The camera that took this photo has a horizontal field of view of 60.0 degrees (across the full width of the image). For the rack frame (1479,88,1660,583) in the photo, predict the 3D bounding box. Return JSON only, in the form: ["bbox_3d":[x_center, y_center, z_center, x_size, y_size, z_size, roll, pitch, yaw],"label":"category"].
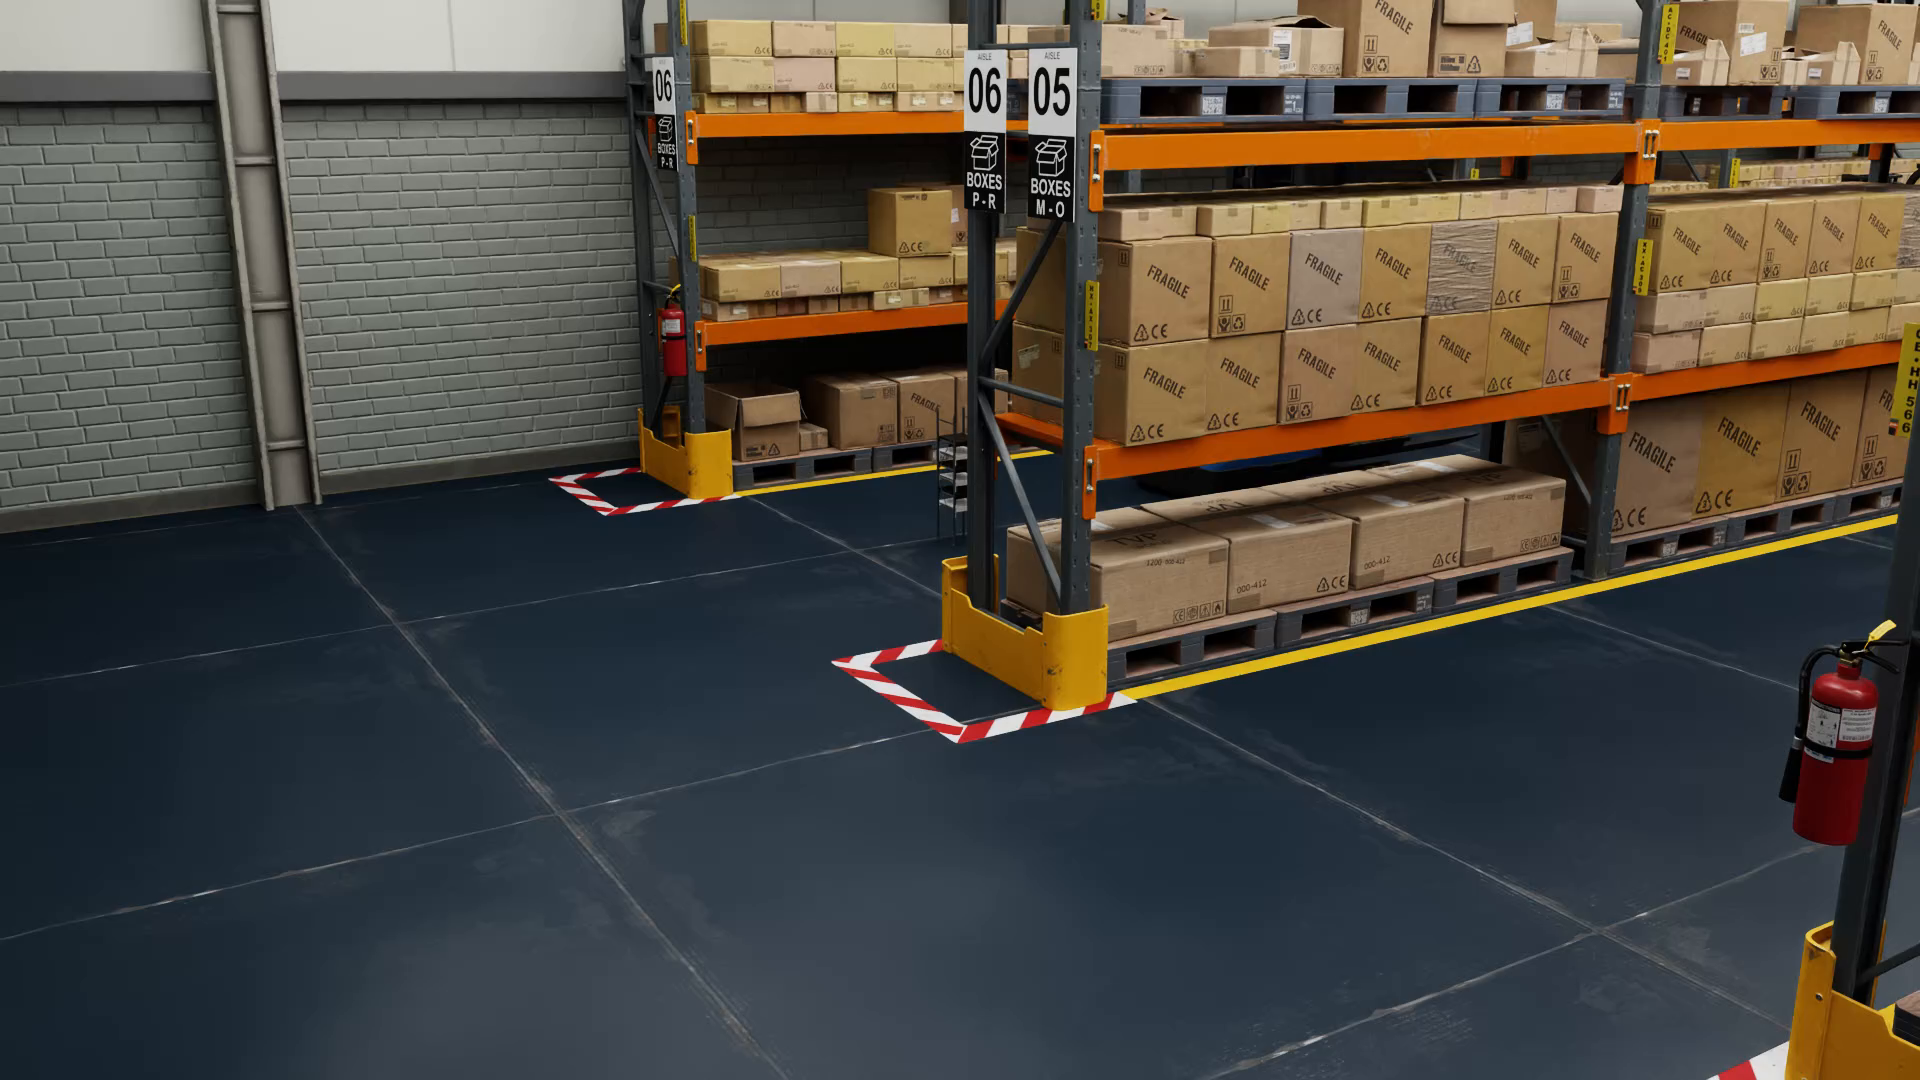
[{"bbox_3d":[3.774,-1.296,10.477,0.127,3.000,1.000,-9,18,-30],"label":"rack frame"}]

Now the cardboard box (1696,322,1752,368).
[{"bbox_3d":[4.730,-1.297,10.756,0.500,0.250,0.500,-10,18,-31],"label":"cardboard box"}]

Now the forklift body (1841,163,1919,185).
[{"bbox_3d":[10.815,-3.018,18.191,1.214,2.155,2.313,-9,18,-30],"label":"forklift body"}]

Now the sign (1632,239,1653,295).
[{"bbox_3d":[4.061,-1.623,9.892,0.005,0.325,0.100,-9,18,-30],"label":"sign"}]

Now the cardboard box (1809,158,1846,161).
[{"bbox_3d":[10.422,-4.519,20.037,0.250,0.149,0.380,-9,18,-29],"label":"cardboard box"}]

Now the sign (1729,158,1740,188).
[{"bbox_3d":[8.360,-3.952,17.951,0.005,0.325,0.100,-9,18,-30],"label":"sign"}]

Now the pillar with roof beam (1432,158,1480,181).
[{"bbox_3d":[7.514,-5.283,13.583,0.400,9.000,9.100,-9,18,-30],"label":"pillar with roof beam"}]

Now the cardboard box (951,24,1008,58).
[{"bbox_3d":[0.037,-3.933,13.128,0.500,0.250,0.500,-9,18,-29],"label":"cardboard box"}]

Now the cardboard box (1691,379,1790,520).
[{"bbox_3d":[5.035,-0.708,11.535,0.875,0.875,0.875,-9,18,-28],"label":"cardboard box"}]

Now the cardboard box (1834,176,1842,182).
[{"bbox_3d":[10.000,-4.162,19.313,0.250,0.149,0.380,-9,18,-30],"label":"cardboard box"}]

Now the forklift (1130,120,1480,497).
[{"bbox_3d":[2.834,-1.933,12.875,3.031,2.935,1.130,-10,18,-31],"label":"forklift"}]

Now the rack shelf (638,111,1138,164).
[{"bbox_3d":[-0.500,-3.264,13.273,4.000,0.370,1.077,-9,18,-30],"label":"rack shelf"}]

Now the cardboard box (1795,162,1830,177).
[{"bbox_3d":[9.766,-4.272,19.154,0.250,0.149,0.380,-9,18,-29],"label":"cardboard box"}]

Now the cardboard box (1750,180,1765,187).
[{"bbox_3d":[8.702,-3.937,18.509,0.250,0.149,0.380,-9,18,-28],"label":"cardboard box"}]

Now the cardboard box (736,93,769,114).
[{"bbox_3d":[-1.610,-3.245,12.336,0.250,0.149,0.380,-9,18,-29],"label":"cardboard box"}]

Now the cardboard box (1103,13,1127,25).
[{"bbox_3d":[1.442,-4.419,14.243,0.258,0.266,0.396,-10,18,-31],"label":"cardboard box"}]

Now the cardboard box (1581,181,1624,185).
[{"bbox_3d":[6.980,-3.818,18.084,0.250,0.149,0.380,-9,18,-30],"label":"cardboard box"}]

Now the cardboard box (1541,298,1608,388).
[{"bbox_3d":[3.508,-1.221,10.023,0.500,0.500,0.500,-9,18,-29],"label":"cardboard box"}]

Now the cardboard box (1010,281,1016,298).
[{"bbox_3d":[0.410,-2.107,13.836,0.250,0.149,0.380,-9,18,-28],"label":"cardboard box"}]

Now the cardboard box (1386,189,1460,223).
[{"bbox_3d":[2.546,-1.859,9.244,0.250,0.149,0.380,-10,18,-31],"label":"cardboard box"}]

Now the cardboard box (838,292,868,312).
[{"bbox_3d":[-0.917,-1.899,13.094,0.250,0.149,0.380,-9,18,-29],"label":"cardboard box"}]

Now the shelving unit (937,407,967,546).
[{"bbox_3d":[-0.007,-0.432,11.284,0.210,0.900,0.258,-9,18,-30],"label":"shelving unit"}]

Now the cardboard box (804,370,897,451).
[{"bbox_3d":[-0.888,-1.060,13.486,0.500,0.500,0.700,-8,18,-27],"label":"cardboard box"}]

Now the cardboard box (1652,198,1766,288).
[{"bbox_3d":[4.721,-1.898,10.585,0.500,0.500,0.500,-9,18,-30],"label":"cardboard box"}]

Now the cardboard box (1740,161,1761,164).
[{"bbox_3d":[9.061,-4.320,19.326,0.250,0.149,0.380,-10,18,-31],"label":"cardboard box"}]

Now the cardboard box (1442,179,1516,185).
[{"bbox_3d":[3.158,-2.115,10.159,0.250,0.149,0.380,-9,18,-29],"label":"cardboard box"}]

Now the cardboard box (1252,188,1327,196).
[{"bbox_3d":[1.850,-1.901,9.394,0.250,0.149,0.380,-9,18,-28],"label":"cardboard box"}]

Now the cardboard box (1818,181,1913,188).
[{"bbox_3d":[6.654,-2.370,12.270,0.500,0.500,0.500,-10,18,-32],"label":"cardboard box"}]

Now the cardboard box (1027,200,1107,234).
[{"bbox_3d":[0.550,-1.679,8.601,0.250,0.149,0.380,-9,18,-29],"label":"cardboard box"}]

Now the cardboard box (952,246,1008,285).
[{"bbox_3d":[0.048,-2.249,13.602,0.500,0.250,0.500,-9,18,-30],"label":"cardboard box"}]

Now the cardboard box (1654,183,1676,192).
[{"bbox_3d":[7.445,-3.756,17.865,0.250,0.149,0.380,-9,18,-30],"label":"cardboard box"}]

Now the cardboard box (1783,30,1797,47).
[{"bbox_3d":[9.796,-5.547,18.929,0.637,0.503,0.797,-9,18,-28],"label":"cardboard box"}]

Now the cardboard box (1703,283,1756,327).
[{"bbox_3d":[4.729,-1.540,10.697,0.500,0.250,0.500,-9,18,-29],"label":"cardboard box"}]

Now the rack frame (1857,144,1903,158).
[{"bbox_3d":[11.501,-4.112,20.523,0.127,3.000,1.000,-9,18,-30],"label":"rack frame"}]

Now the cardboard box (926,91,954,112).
[{"bbox_3d":[-0.246,-3.429,12.991,0.250,0.149,0.380,-9,18,-29],"label":"cardboard box"}]

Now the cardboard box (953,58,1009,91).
[{"bbox_3d":[0.045,-3.691,13.191,0.500,0.250,0.500,-9,18,-29],"label":"cardboard box"}]

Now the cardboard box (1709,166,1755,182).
[{"bbox_3d":[8.498,-4.036,18.311,0.250,0.149,0.380,-9,18,-29],"label":"cardboard box"}]

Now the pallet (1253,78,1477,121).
[{"bbox_3d":[2.023,-2.418,9.086,1.213,0.211,1.003,-9,18,-30],"label":"pallet"}]

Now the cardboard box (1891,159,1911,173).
[{"bbox_3d":[11.107,-4.476,19.882,0.250,0.149,0.380,-9,18,-30],"label":"cardboard box"}]

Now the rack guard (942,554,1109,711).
[{"bbox_3d":[0.325,0.467,8.819,0.348,0.500,1.175,-9,18,-30],"label":"rack guard"}]

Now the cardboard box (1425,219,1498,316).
[{"bbox_3d":[2.641,-1.555,9.362,0.500,0.500,0.500,-9,18,-29],"label":"cardboard box"}]

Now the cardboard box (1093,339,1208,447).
[{"bbox_3d":[0.905,-0.789,8.481,0.500,0.500,0.500,-9,18,-30],"label":"cardboard box"}]

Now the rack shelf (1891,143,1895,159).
[{"bbox_3d":[8.917,-3.228,13.145,4.000,0.370,1.077,-9,18,-30],"label":"rack shelf"}]

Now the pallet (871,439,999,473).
[{"bbox_3d":[-0.422,-0.836,14.000,1.213,0.211,1.003,-9,18,-30],"label":"pallet"}]

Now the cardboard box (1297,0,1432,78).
[{"bbox_3d":[2.151,-2.729,8.881,0.500,0.500,0.500,-9,18,-29],"label":"cardboard box"}]

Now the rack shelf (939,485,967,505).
[{"bbox_3d":[-0.007,-0.313,11.318,0.200,0.077,0.258,-9,18,-30],"label":"rack shelf"}]

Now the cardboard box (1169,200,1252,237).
[{"bbox_3d":[1.262,-1.630,8.428,0.250,0.149,0.380,-9,18,-28],"label":"cardboard box"}]

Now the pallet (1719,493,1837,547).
[{"bbox_3d":[5.444,-0.249,11.907,1.213,0.211,1.003,-9,18,-30],"label":"pallet"}]

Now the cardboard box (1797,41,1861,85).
[{"bbox_3d":[5.520,-3.051,10.651,0.258,0.266,0.396,-8,17,-25],"label":"cardboard box"}]
